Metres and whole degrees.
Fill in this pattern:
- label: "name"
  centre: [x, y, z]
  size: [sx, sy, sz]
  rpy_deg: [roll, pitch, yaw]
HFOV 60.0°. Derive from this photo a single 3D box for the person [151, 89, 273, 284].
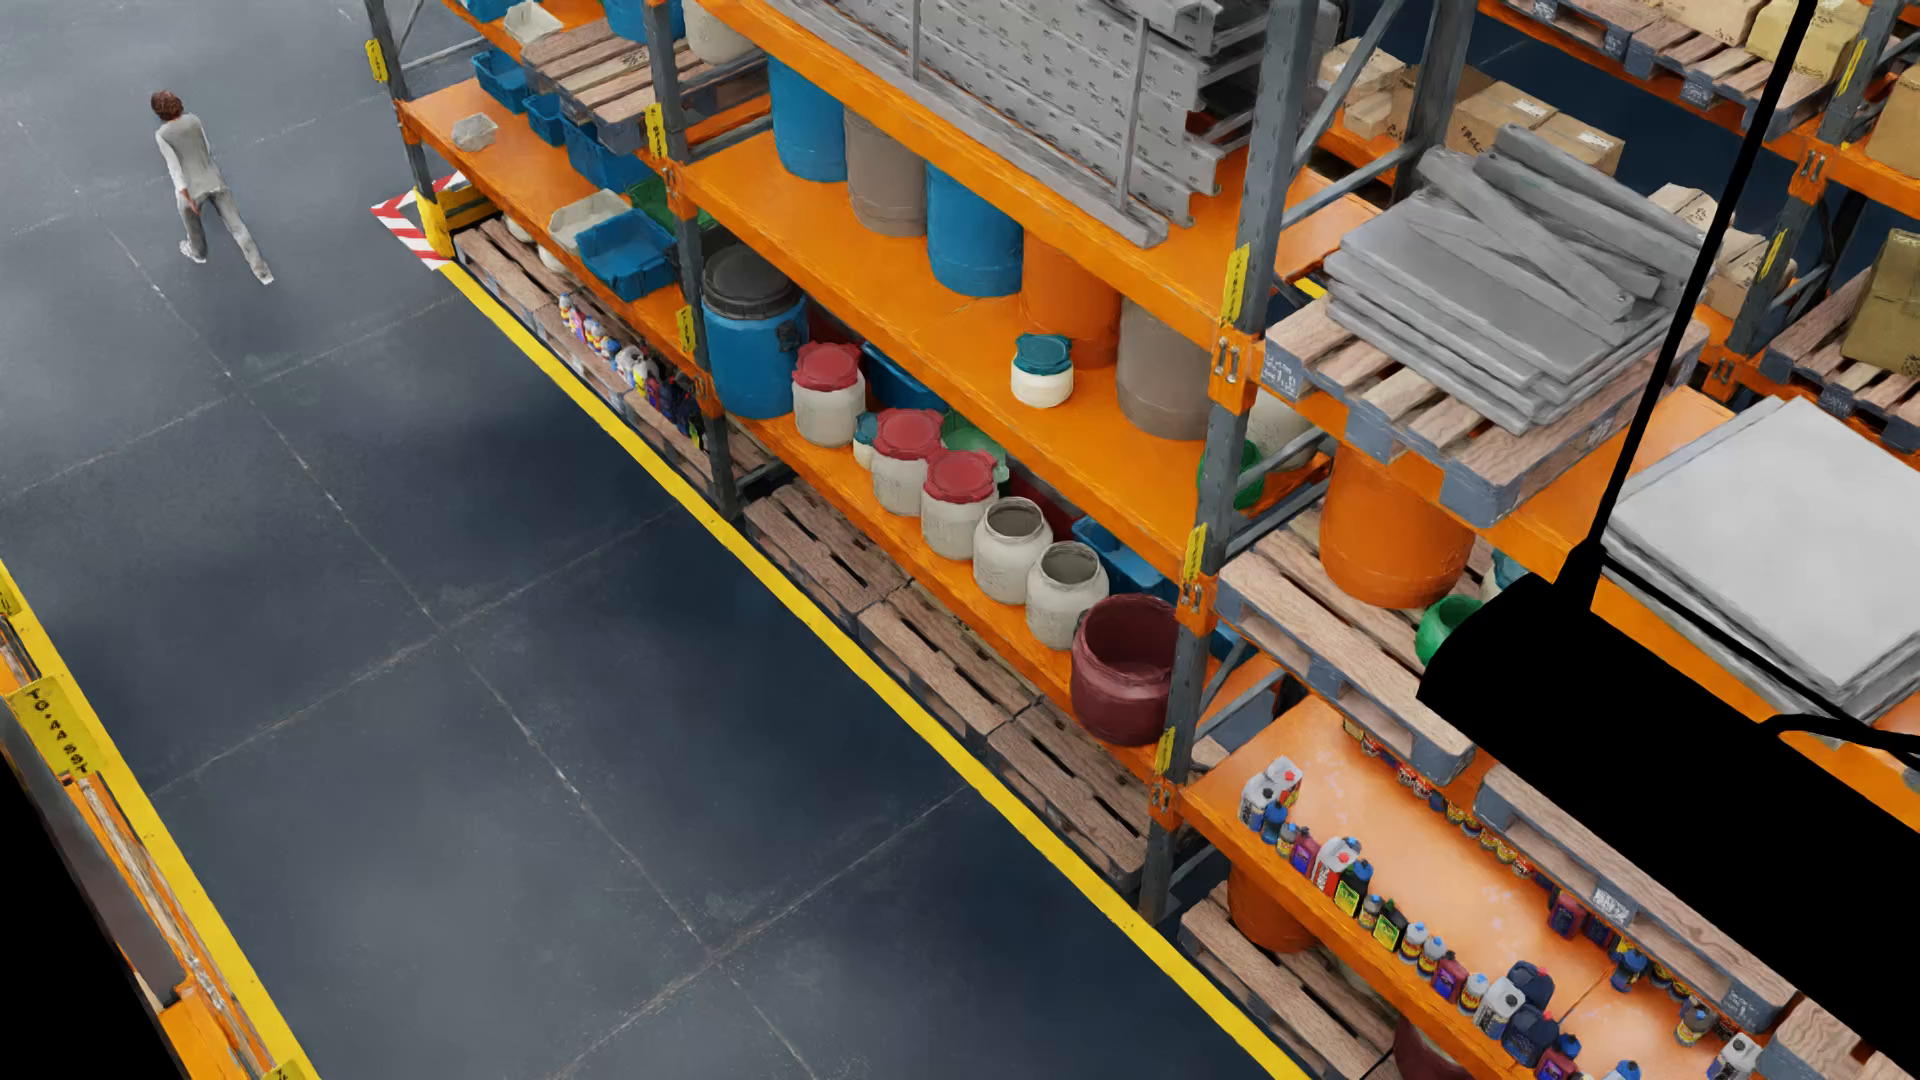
- label: "person"
  centre: [-5.683, -2.666, 12.437]
  size: [0.955, 1.533, 0.412]
  rpy_deg: [33, 55, 27]
